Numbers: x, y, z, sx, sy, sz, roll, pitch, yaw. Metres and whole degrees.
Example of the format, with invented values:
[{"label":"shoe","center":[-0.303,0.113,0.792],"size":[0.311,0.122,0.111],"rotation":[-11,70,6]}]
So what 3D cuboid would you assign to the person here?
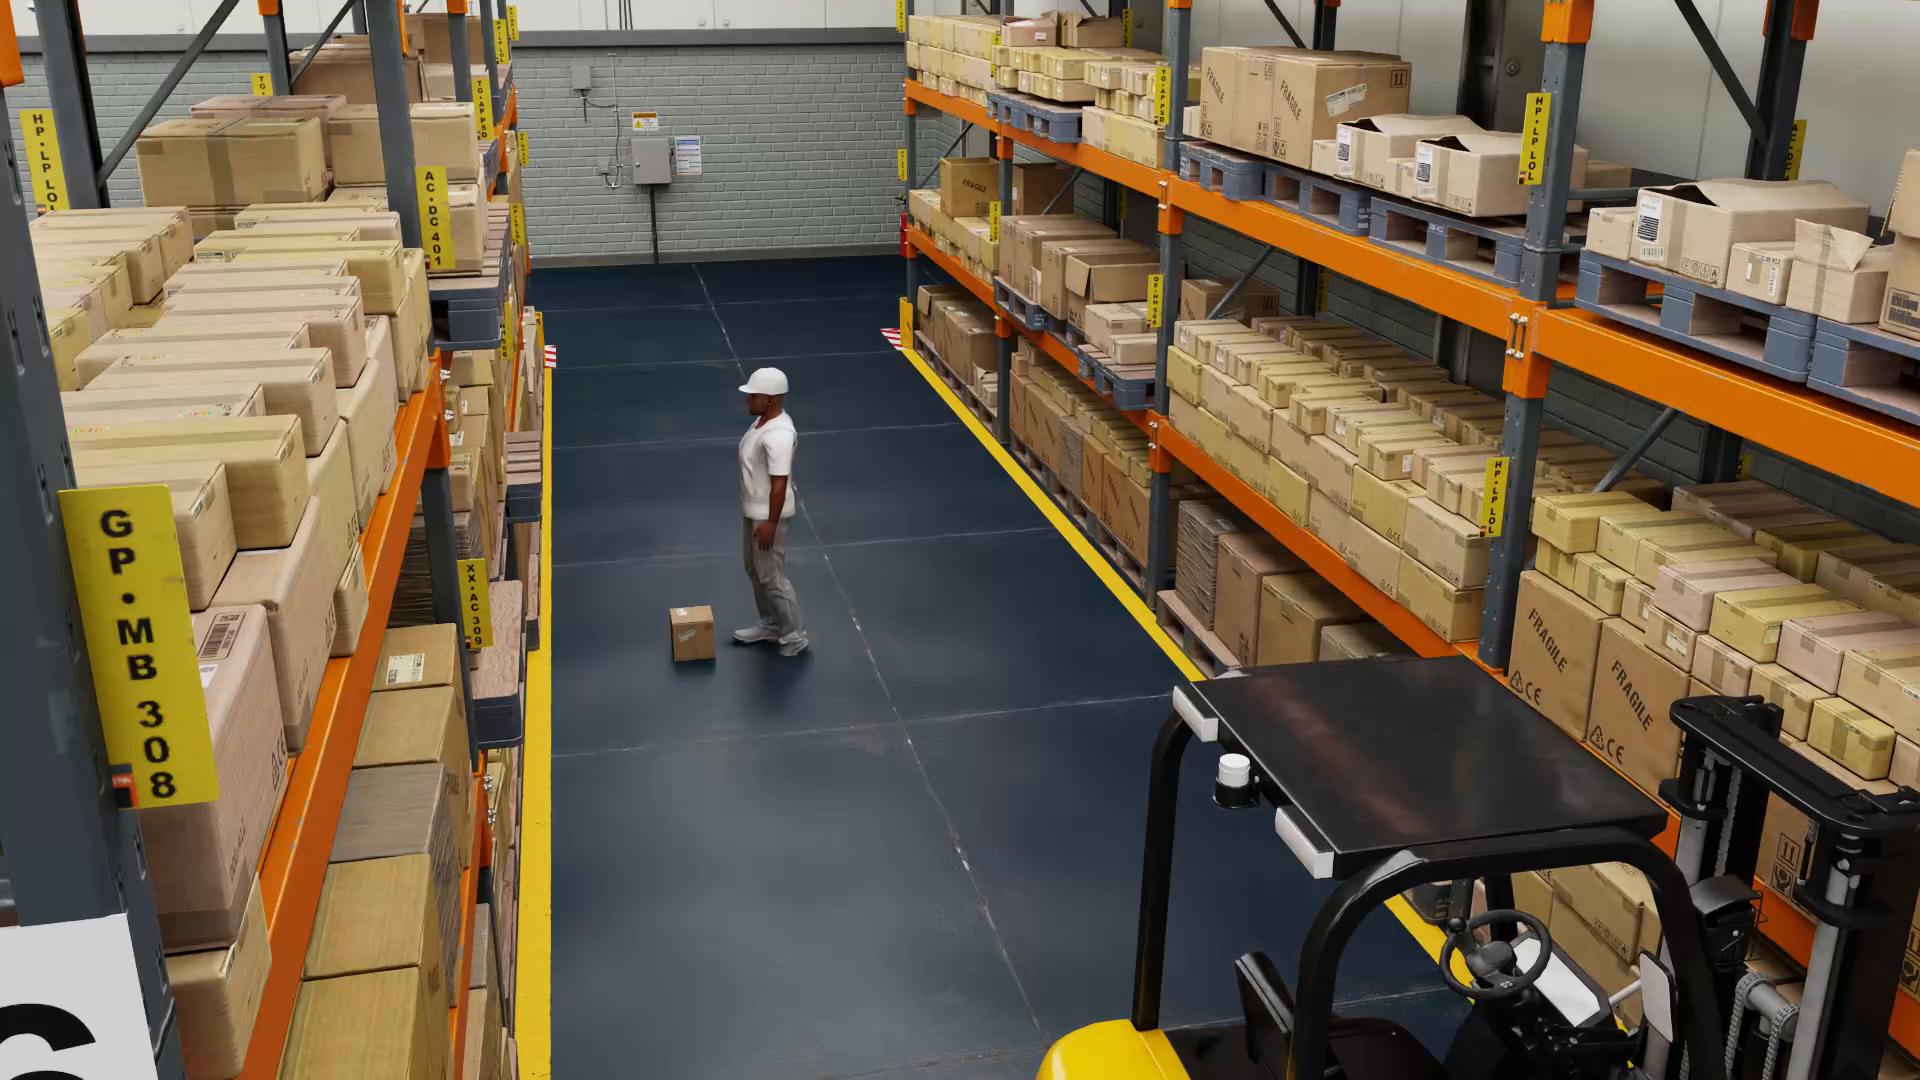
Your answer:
[{"label":"person","center":[-1.174,-0.138,10.043],"size":[0.446,1.833,0.571],"rotation":[-4,20,-12]}]
